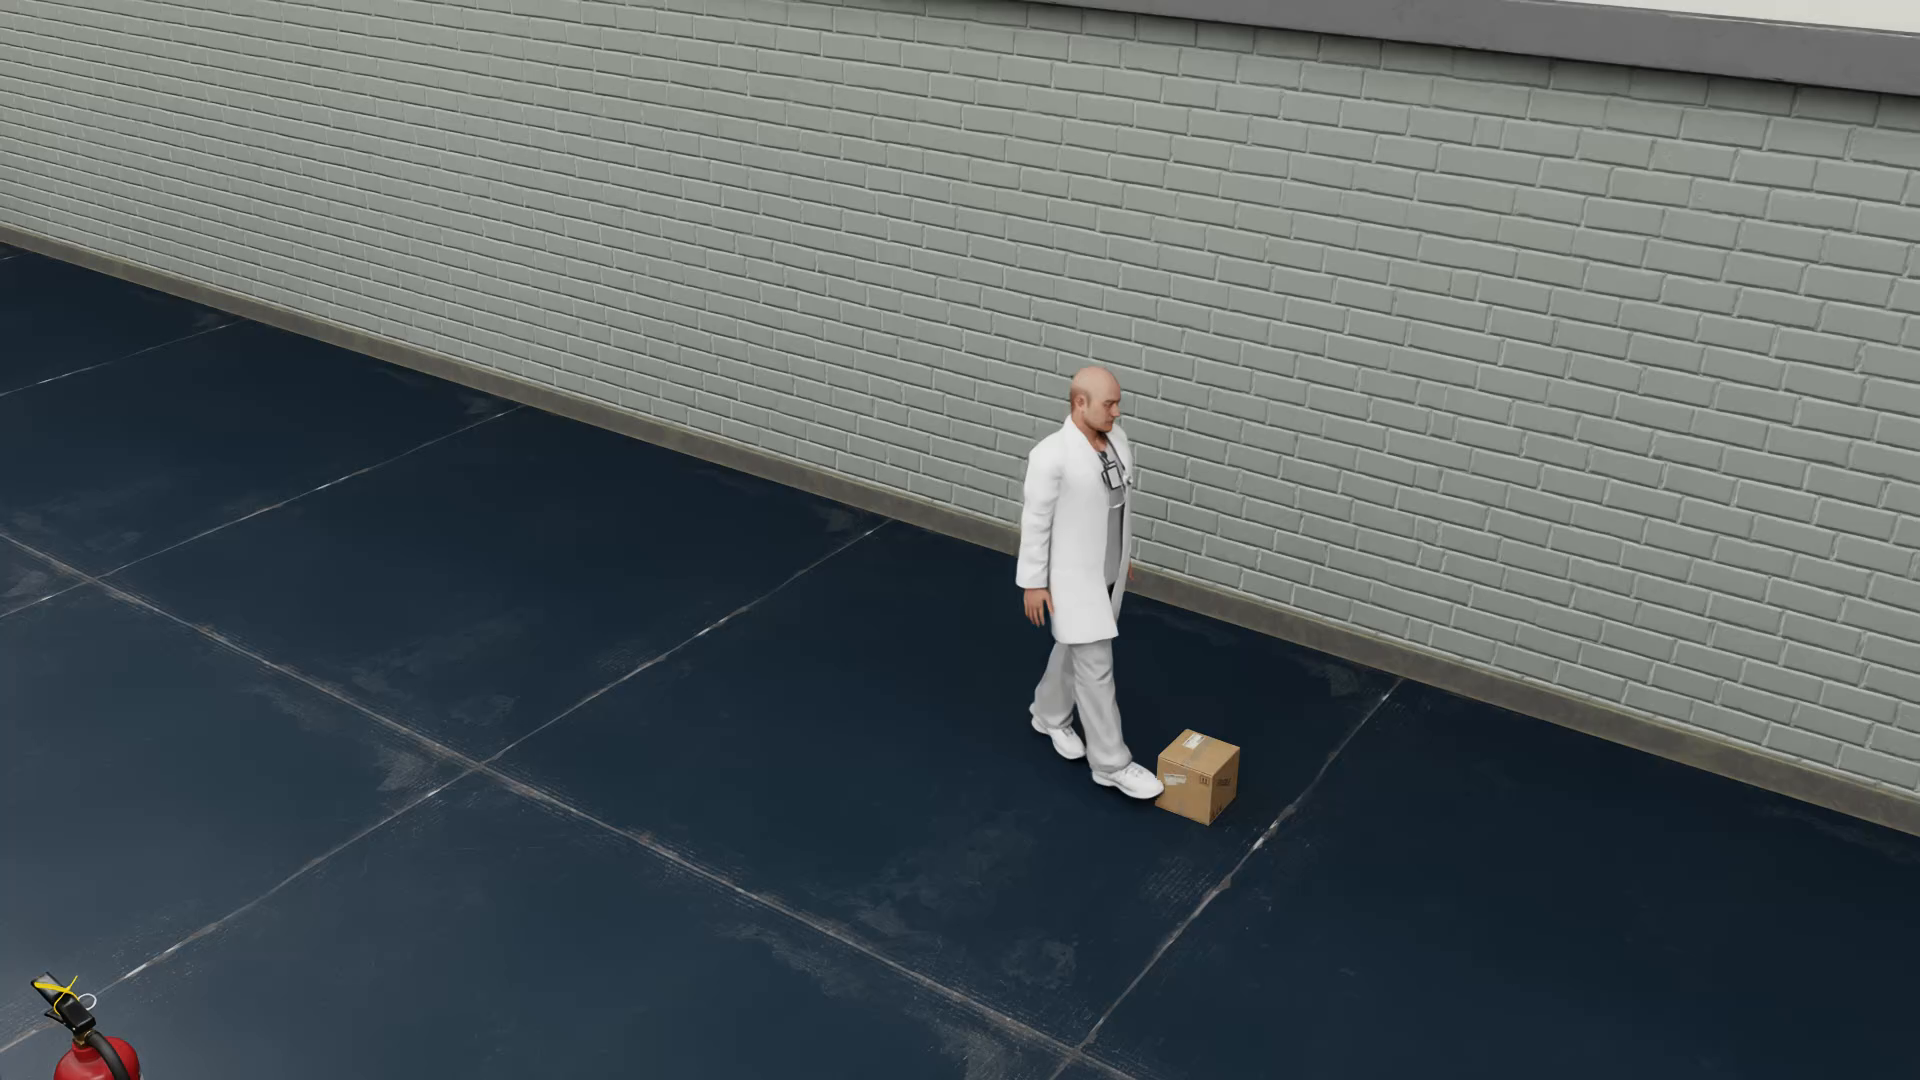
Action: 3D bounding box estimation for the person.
[{"bbox_3d":[0.608,0.169,6.789,0.818,1.760,0.630,22,34,37],"label":"person"}]
